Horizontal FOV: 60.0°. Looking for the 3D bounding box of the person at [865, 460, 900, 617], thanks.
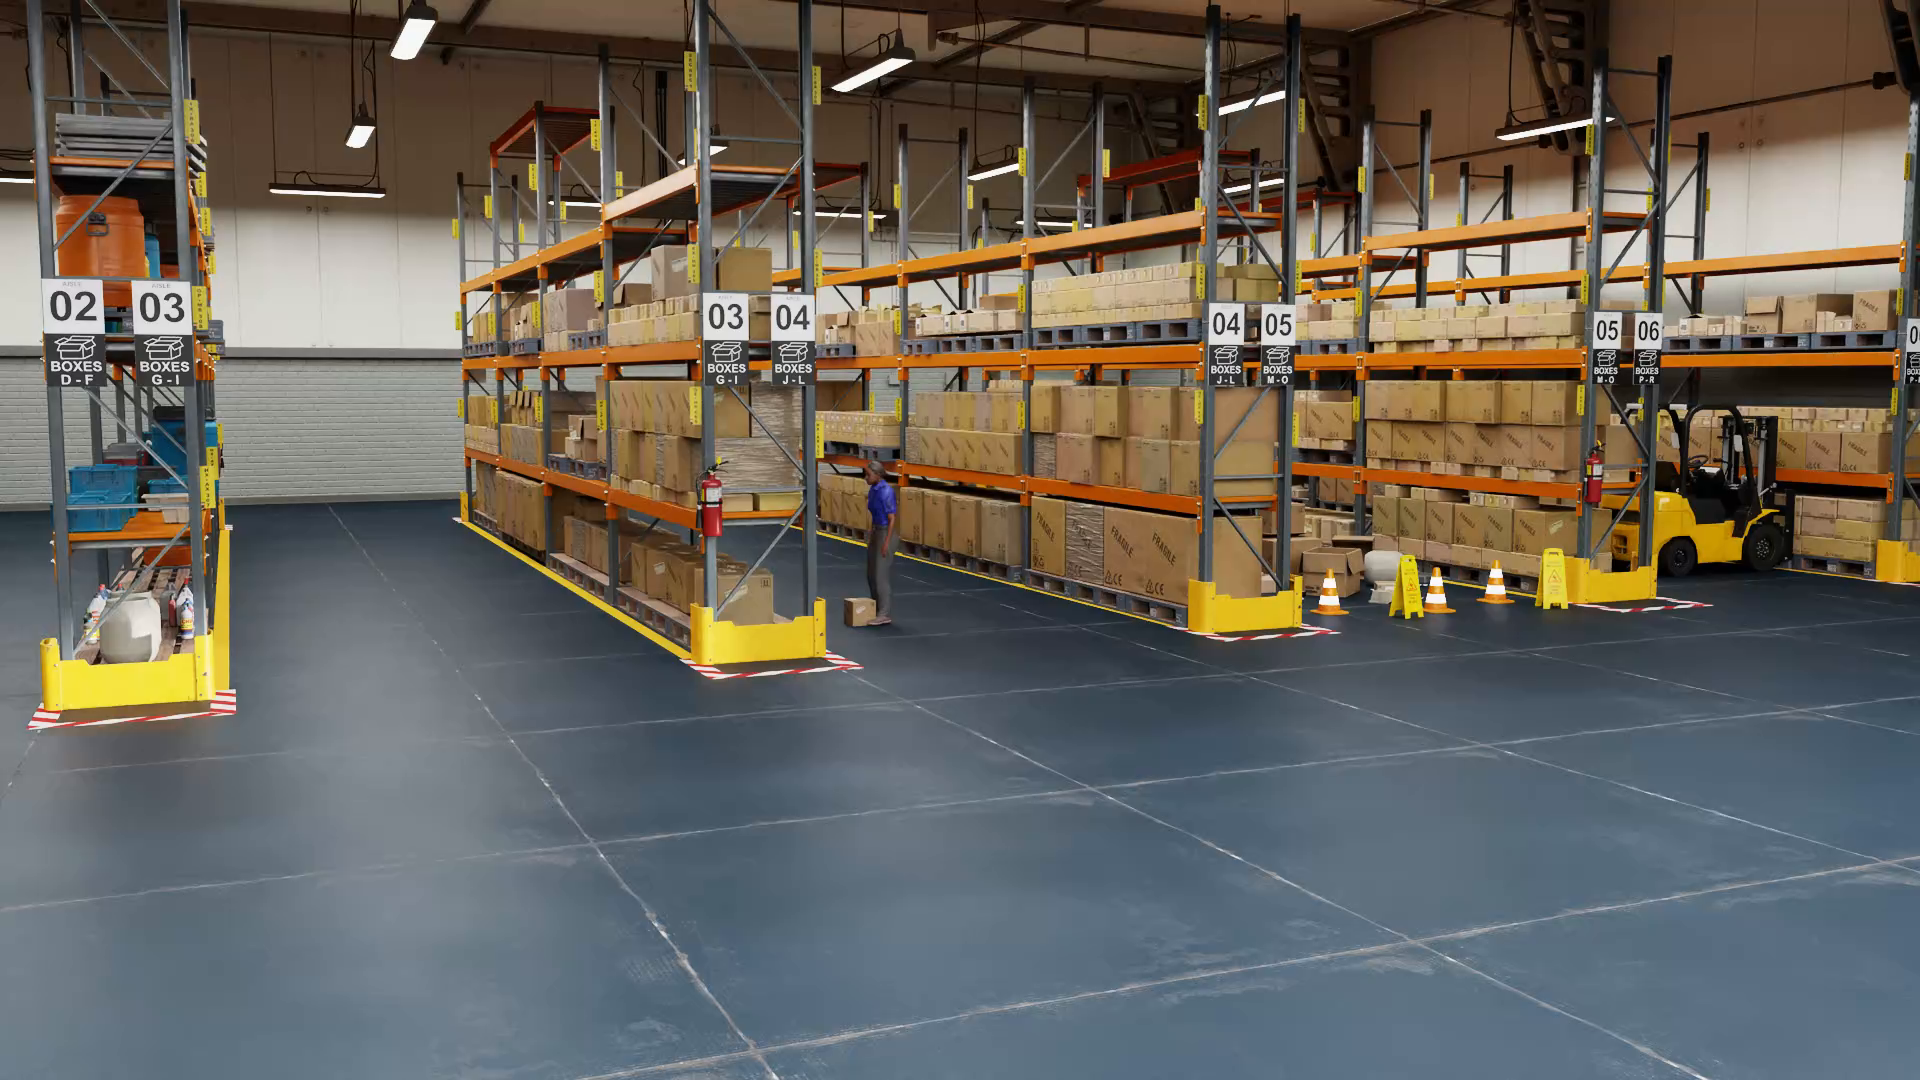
[{"bbox_3d":[-0.803,-0.016,16.834,0.349,1.586,0.493,-2,6,-24],"label":"person"}]
